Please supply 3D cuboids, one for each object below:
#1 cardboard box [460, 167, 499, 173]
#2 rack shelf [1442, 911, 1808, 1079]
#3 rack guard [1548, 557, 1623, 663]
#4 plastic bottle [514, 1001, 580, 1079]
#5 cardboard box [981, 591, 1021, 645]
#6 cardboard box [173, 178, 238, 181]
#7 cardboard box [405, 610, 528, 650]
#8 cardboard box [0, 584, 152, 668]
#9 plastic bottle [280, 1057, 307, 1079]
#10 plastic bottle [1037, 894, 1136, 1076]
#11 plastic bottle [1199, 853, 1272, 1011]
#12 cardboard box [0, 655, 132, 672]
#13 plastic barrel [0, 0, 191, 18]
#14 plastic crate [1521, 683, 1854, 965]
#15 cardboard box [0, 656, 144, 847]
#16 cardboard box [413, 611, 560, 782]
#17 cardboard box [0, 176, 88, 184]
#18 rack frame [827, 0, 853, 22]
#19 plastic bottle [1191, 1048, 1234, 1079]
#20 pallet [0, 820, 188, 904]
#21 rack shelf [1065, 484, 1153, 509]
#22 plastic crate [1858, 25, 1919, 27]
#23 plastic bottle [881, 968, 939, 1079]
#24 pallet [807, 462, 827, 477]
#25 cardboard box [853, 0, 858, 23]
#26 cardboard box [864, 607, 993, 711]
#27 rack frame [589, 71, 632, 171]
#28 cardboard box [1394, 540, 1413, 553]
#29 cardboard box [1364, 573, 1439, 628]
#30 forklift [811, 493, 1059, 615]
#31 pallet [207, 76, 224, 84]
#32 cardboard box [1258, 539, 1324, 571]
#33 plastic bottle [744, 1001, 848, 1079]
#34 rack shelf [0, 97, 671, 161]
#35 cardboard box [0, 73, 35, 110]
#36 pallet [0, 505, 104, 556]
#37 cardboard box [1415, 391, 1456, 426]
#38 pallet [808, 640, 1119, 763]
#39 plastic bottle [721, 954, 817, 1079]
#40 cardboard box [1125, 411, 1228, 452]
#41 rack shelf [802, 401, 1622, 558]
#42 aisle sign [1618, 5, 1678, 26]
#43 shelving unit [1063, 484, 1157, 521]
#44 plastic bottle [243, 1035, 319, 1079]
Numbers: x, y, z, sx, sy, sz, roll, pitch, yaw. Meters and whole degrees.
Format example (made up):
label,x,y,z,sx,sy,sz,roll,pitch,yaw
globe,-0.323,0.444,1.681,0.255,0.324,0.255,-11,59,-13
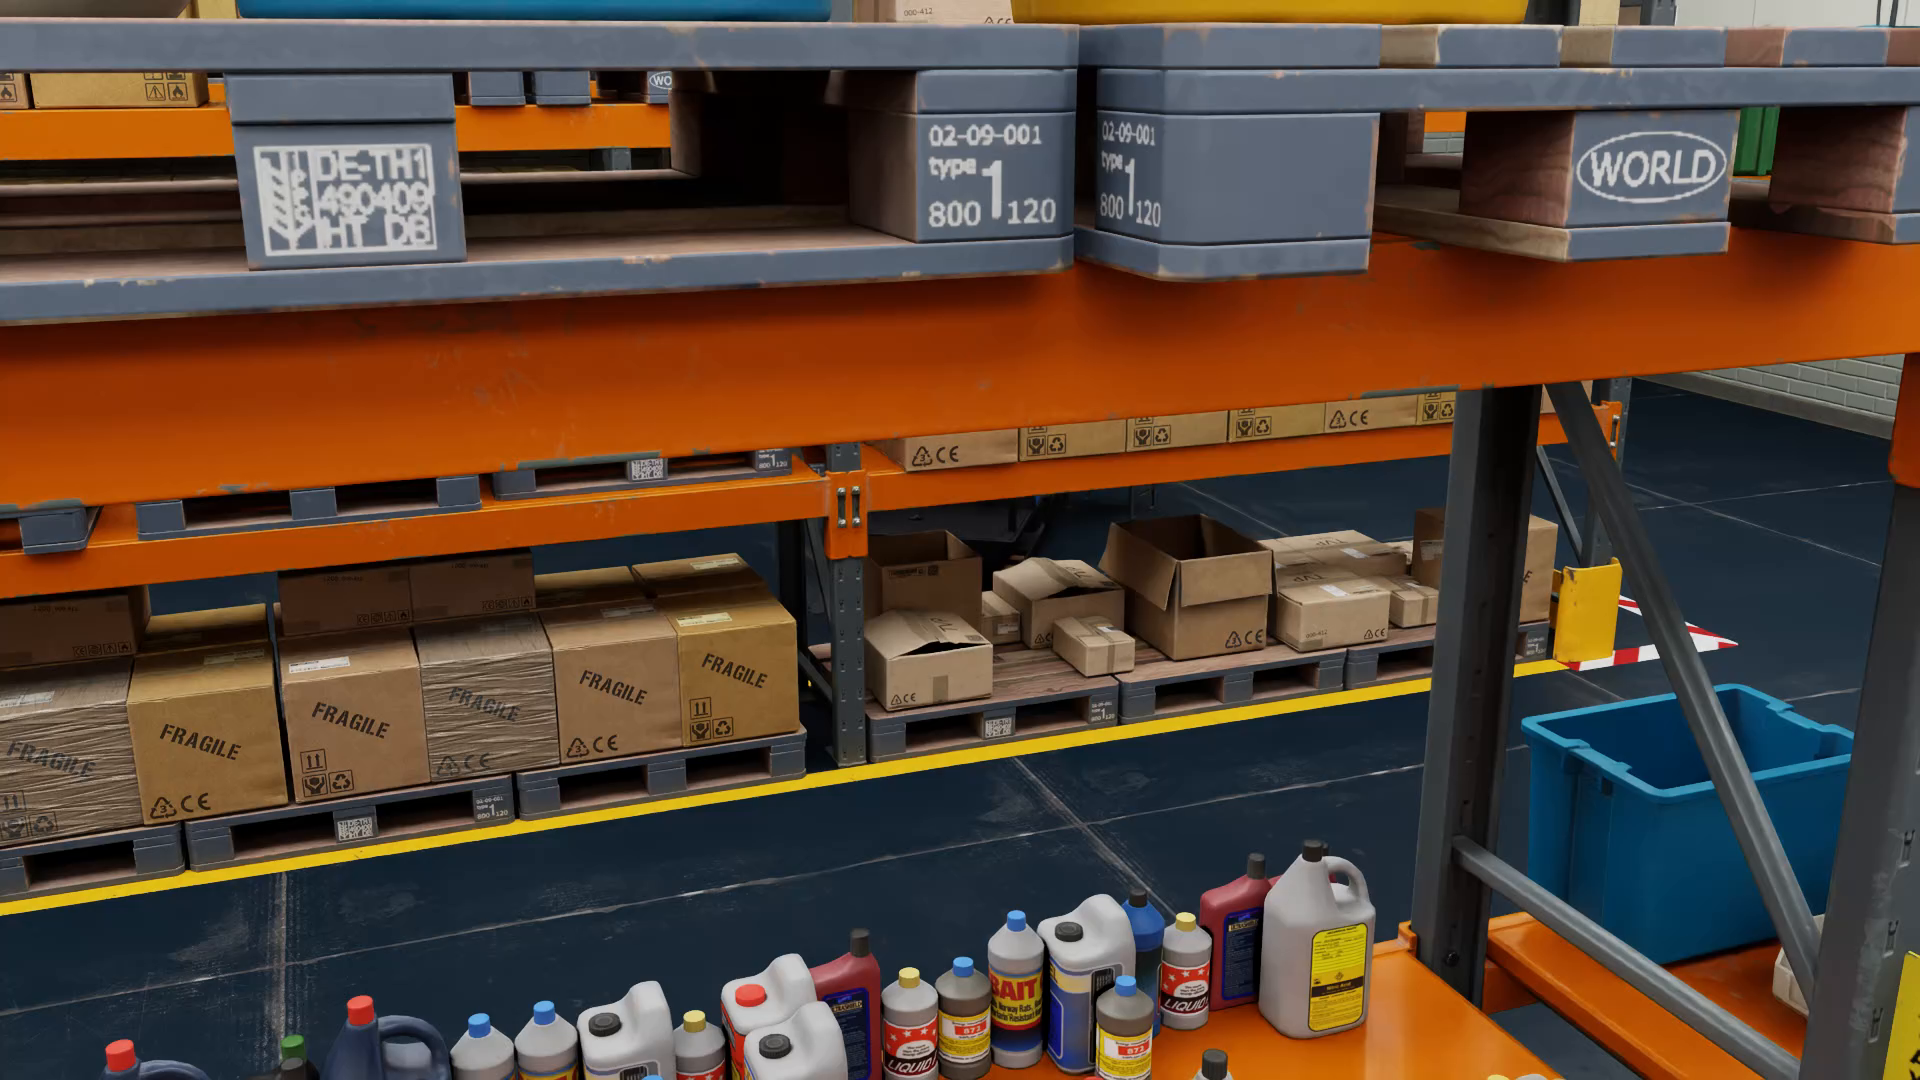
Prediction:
label,x,y,z,sx,sy,sz,roll,pitch,yaw
cardboard box,-3.429,-2.413,11.421,0.500,0.250,0.500,-6,17,-19
rack shelf,2.992,0.865,3.607,4.000,0.370,1.077,-6,17,-20
rack guard,3.020,0.221,8.958,0.348,0.500,1.175,-6,17,-20
plastic bottle,-0.643,0.850,2.607,0.097,0.271,0.097,0,16,0
cardboard box,0.115,0.388,8.231,0.250,0.149,0.380,-6,17,-20
cardboard box,-4.672,-2.126,10.443,0.500,0.250,0.500,-6,17,-20
cardboard box,-2.146,0.495,7.243,0.500,0.500,0.500,-6,17,-19
cardboard box,-3.539,0.286,6.624,0.500,0.250,0.500,-5,17,-18
plastic bottle,-0.999,0.896,2.431,0.133,0.283,0.061,-6,17,-20
plastic bottle,0.215,0.764,2.894,0.135,0.276,0.152,-6,17,-20
plastic bottle,0.505,0.715,3.046,0.133,0.283,0.061,-6,17,-20
cardboard box,-3.590,0.653,6.707,0.500,0.500,0.500,-5,17,-18
plastic barrel,-1.009,-0.800,1.689,0.433,0.535,0.433,0,16,0
plastic crate,1.439,0.563,3.279,0.575,0.384,0.392,-6,17,-20
cardboard box,-3.365,0.784,6.261,0.500,0.500,0.500,-7,18,-22
cardboard box,-1.935,0.629,6.789,0.500,0.500,0.500,-6,17,-19
cardboard box,-5.825,-2.156,10.546,0.500,0.250,0.500,-6,17,-19
rack frame,-0.644,-3.461,6.413,0.127,3.000,1.000,-6,17,-20
plastic bottle,0.332,0.885,2.347,0.185,0.351,0.144,-6,17,-20
pallet,-3.669,1.093,6.501,1.213,0.211,1.003,-6,17,-20
rack shelf,1.020,-0.534,11.224,0.480,0.518,0.431,9,19,29
plastic crate,1.861,-0.814,3.019,0.300,0.233,0.416,-6,17,-20
plastic bottle,-0.085,0.824,2.822,0.097,0.201,0.097,0,16,0
pallet,-1.682,-0.604,12.279,1.213,0.211,1.003,-6,17,-20
cardboard box,-0.287,-2.310,7.197,0.500,0.250,0.500,-6,17,-20
cardboard box,-0.175,0.511,7.526,0.500,0.311,0.500,-6,17,-20
rack frame,-2.420,-1.886,11.696,0.127,3.000,1.000,-6,17,-20
cardboard box,2.577,0.123,9.136,0.250,0.149,0.380,-6,17,-20
cardboard box,2.261,0.299,8.503,0.250,0.166,0.380,-6,17,-20
forklift,-0.133,-1.215,9.535,1.130,2.935,3.031,3,17,11
pallet,-4.530,-3.023,10.581,1.213,0.211,1.003,-5,17,-18
cardboard box,1.548,0.203,8.681,0.500,0.250,0.500,-6,17,-20
plastic bottle,-0.254,0.860,2.565,0.135,0.276,0.152,-6,17,-20
rack shelf,-2.512,-1.475,6.251,4.000,0.370,1.077,-6,17,-20
cardboard box,-3.508,-1.771,5.804,0.500,0.500,0.910,-6,17,-20
pallet,-3.771,-0.174,6.208,1.003,0.211,1.213,-6,17,-20
cardboard box,2.287,-0.864,8.039,0.500,0.500,0.500,-6,17,-20
pallet,-0.002,0.686,7.886,1.213,0.211,1.003,-6,17,-20
plastic bottle,-0.308,0.820,2.701,0.135,0.276,0.152,-6,17,-20
cardboard box,0.874,-0.713,7.524,0.500,0.500,0.500,-6,17,-20
rack shelf,1.223,-0.439,8.047,4.000,0.370,1.077,-6,17,-20
aisle sign,3.264,-2.160,8.015,0.004,0.787,0.394,-6,17,-20
shelving unit,1.020,-1.219,11.022,0.503,2.100,0.431,9,19,29
plastic bottle,-1.021,0.880,2.485,0.133,0.283,0.061,-6,17,-20
